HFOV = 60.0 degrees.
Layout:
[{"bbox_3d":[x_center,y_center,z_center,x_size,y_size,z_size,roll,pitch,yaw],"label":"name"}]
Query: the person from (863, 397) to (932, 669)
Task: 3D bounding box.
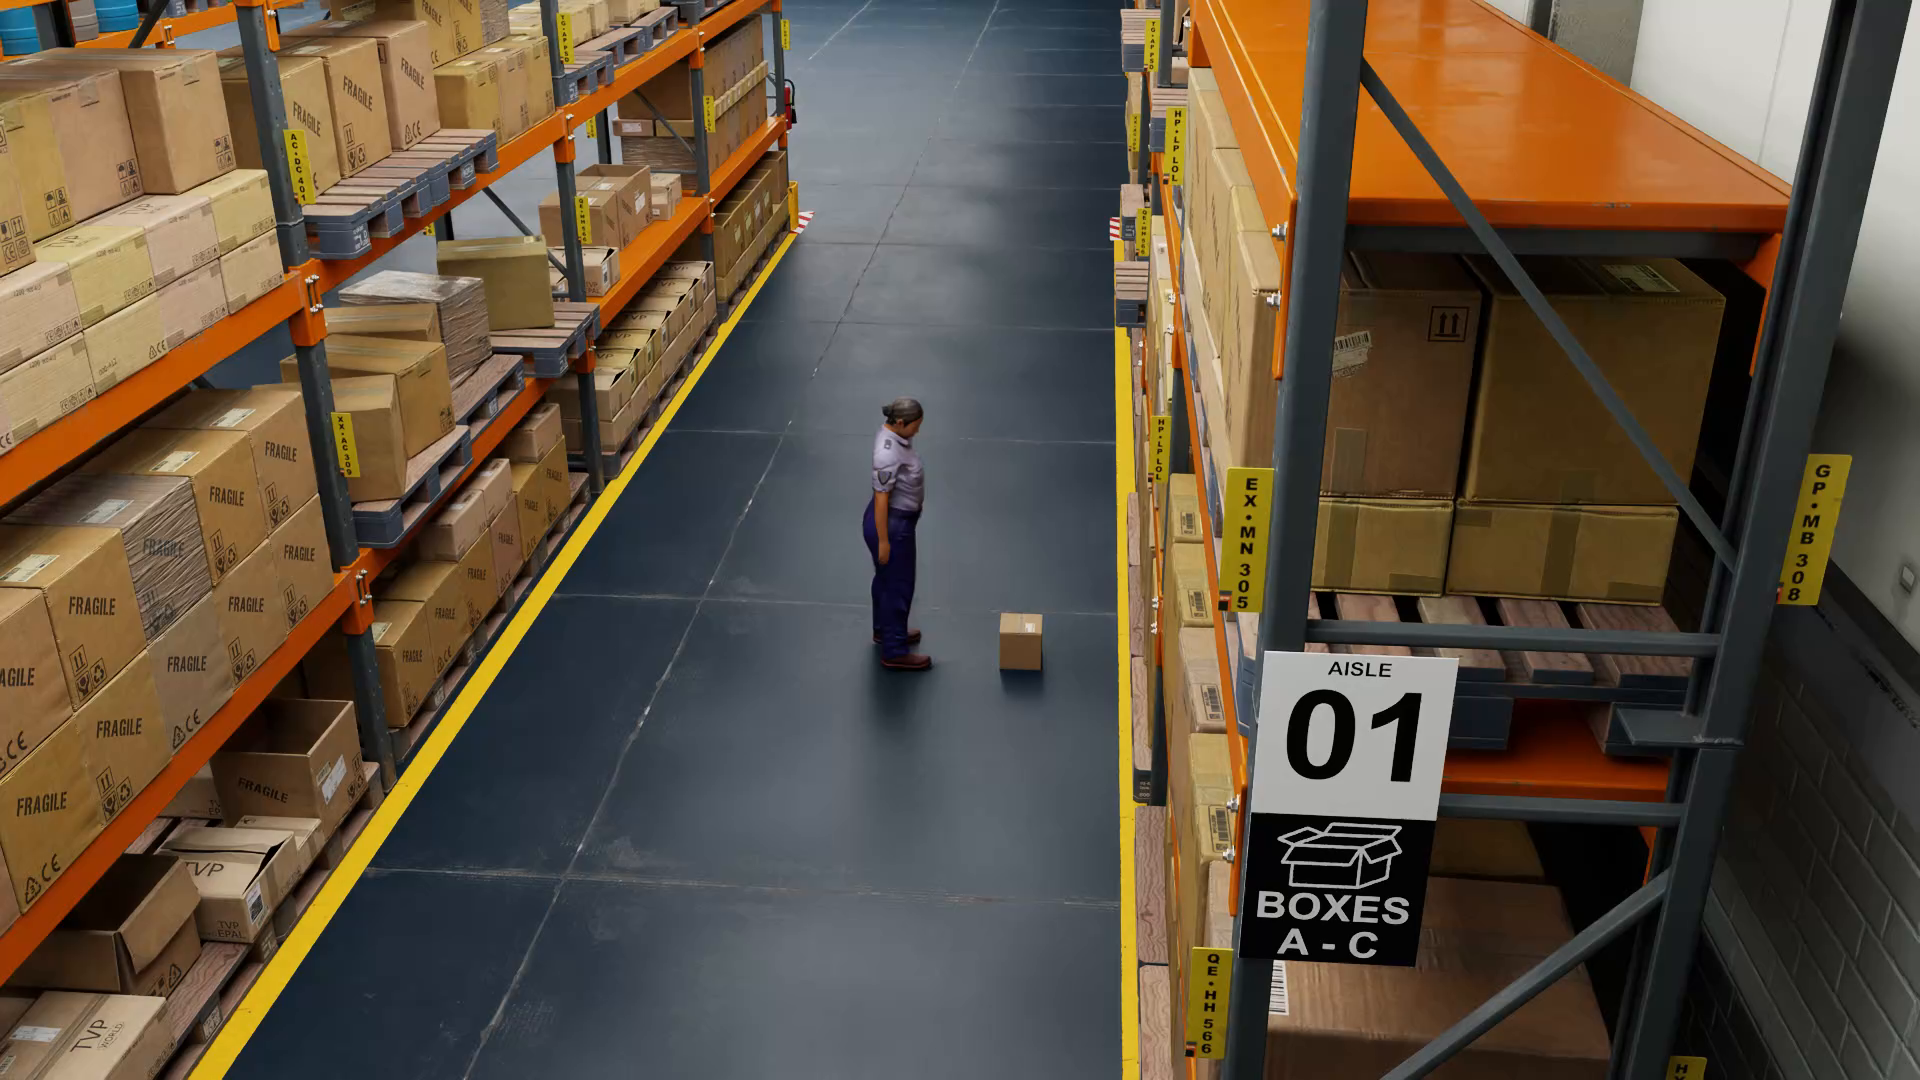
[{"bbox_3d":[-0.371,-0.065,9.742,0.392,1.633,0.511,-1,25,-2],"label":"person"}]
